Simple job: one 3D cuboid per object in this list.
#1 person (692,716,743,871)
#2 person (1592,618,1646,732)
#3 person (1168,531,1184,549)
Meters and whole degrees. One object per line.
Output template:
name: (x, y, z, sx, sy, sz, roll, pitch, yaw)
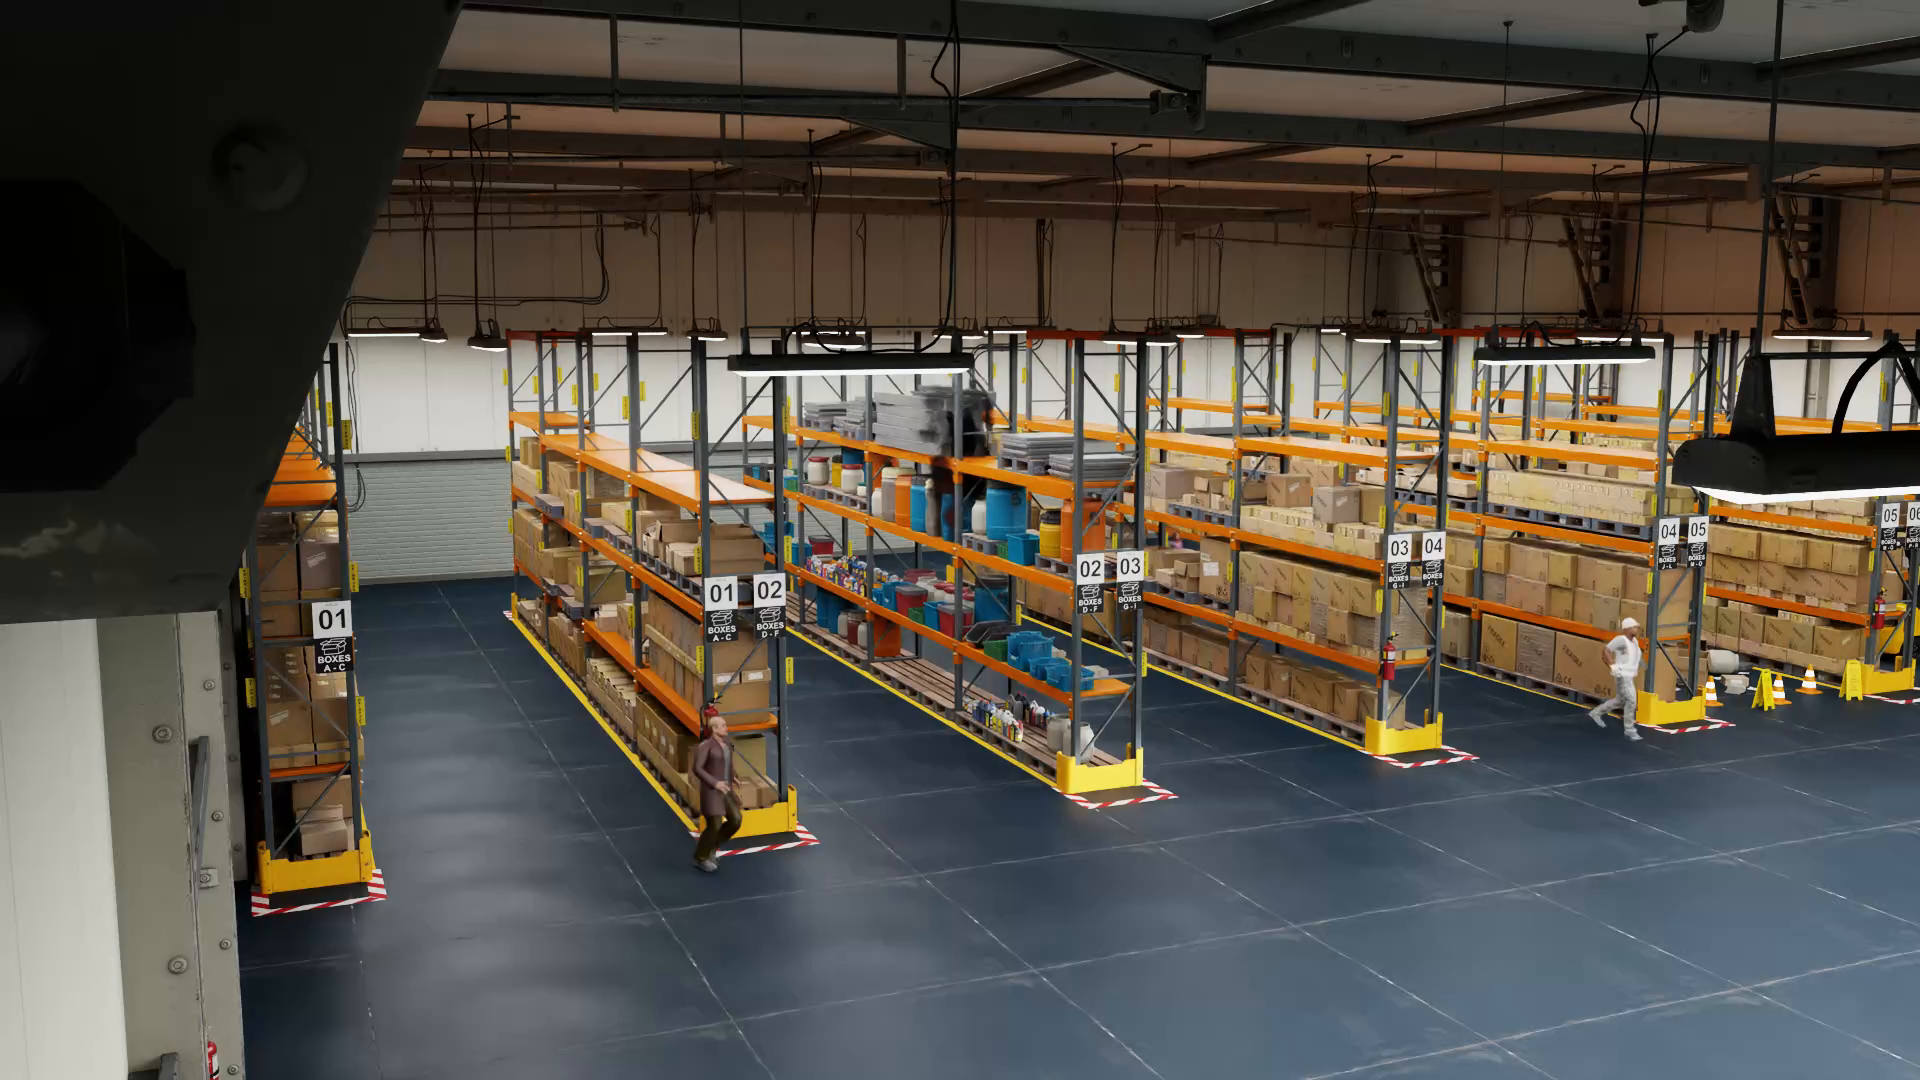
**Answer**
person: (-2.754, 2.890, 19.074, 0.557, 1.735, 0.785, 4, 9, 28)
person: (9.970, 2.002, 25.133, 0.735, 1.669, 0.724, 7, 10, 42)
person: (4.717, 0.584, 36.464, 0.546, 1.592, 0.878, -4, 9, -25)
